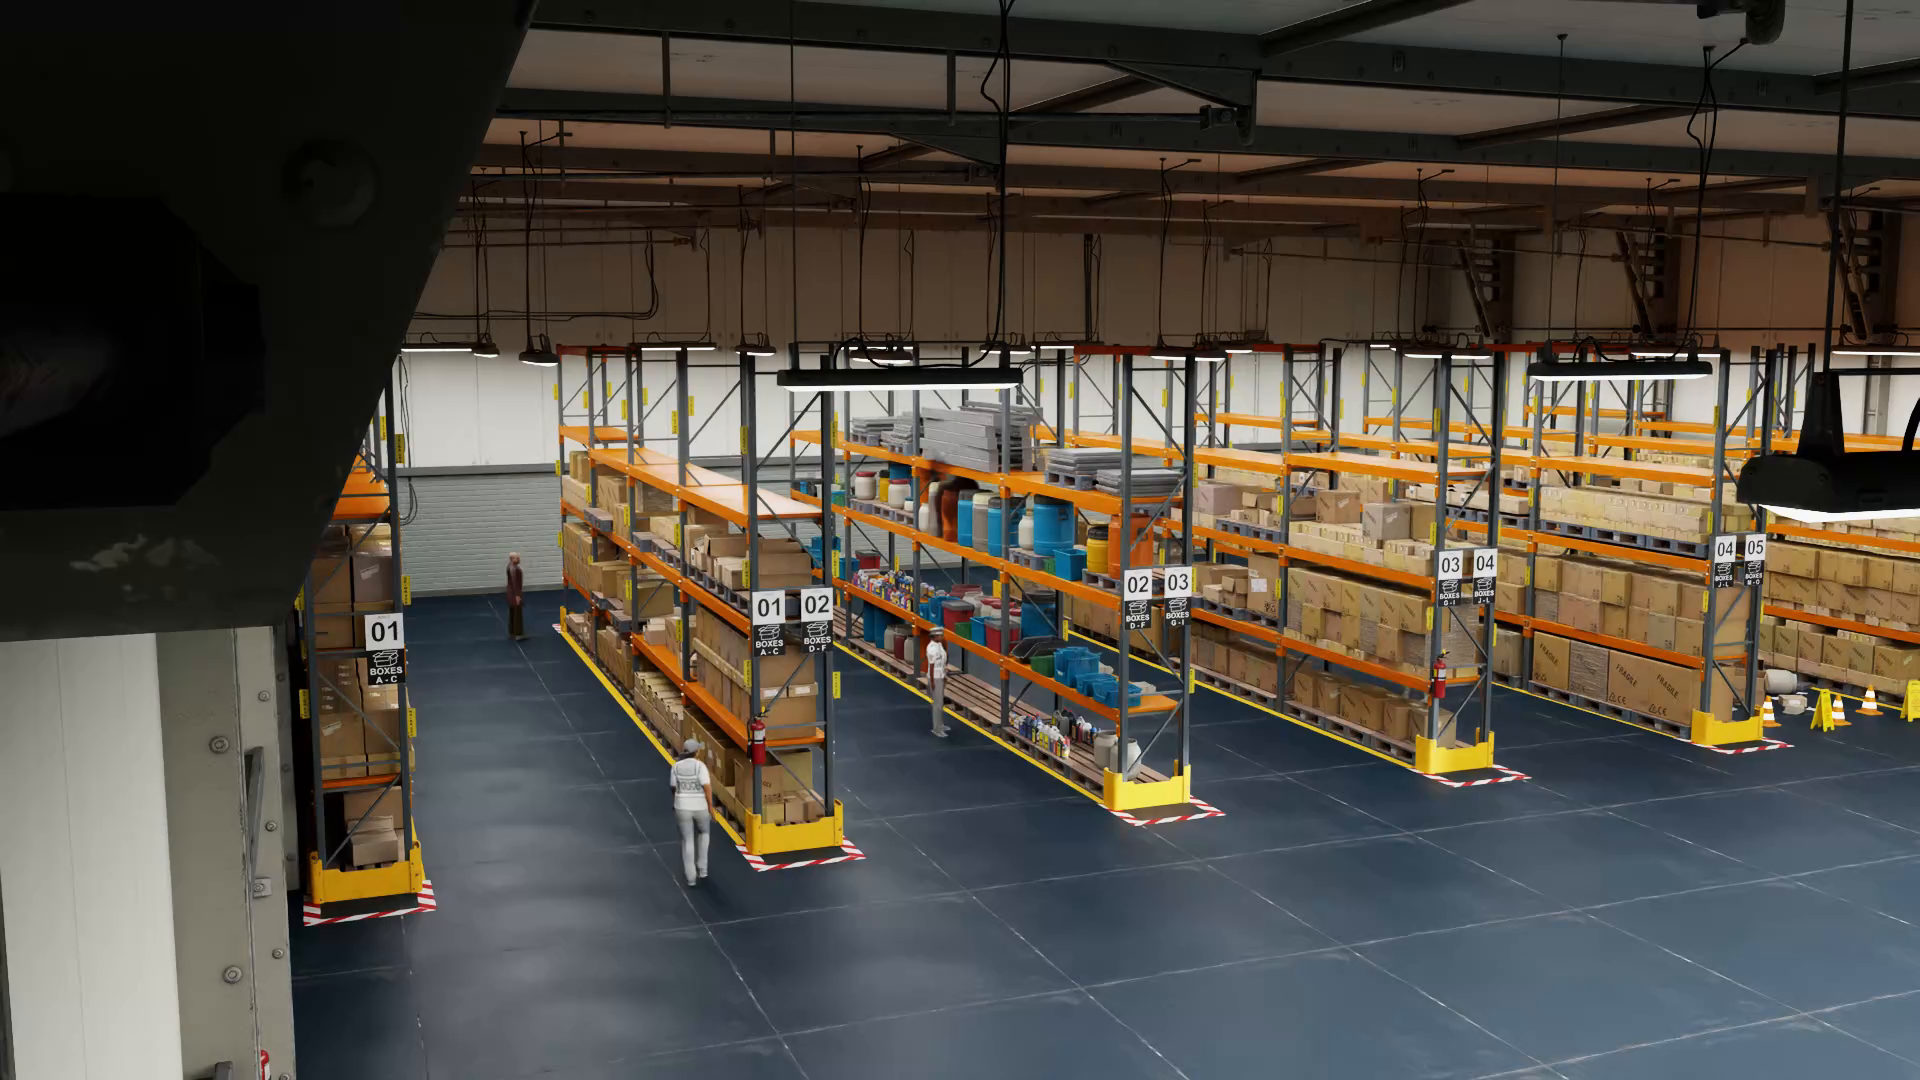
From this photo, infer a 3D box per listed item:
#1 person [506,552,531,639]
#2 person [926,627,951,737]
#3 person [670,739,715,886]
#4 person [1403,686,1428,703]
[{"bbox_3d":[-9.033,1.122,33.982,0.447,1.782,0.659,-3,8,-22],"label":"person"},{"bbox_3d":[-0.331,2.220,26.062,0.397,1.732,0.521,1,7,8],"label":"person"},{"bbox_3d":[-3.075,3.144,19.152,0.508,1.730,0.688,-1,7,-7],"label":"person"},{"bbox_3d":[7.796,1.911,28.275,0.470,1.674,0.553,-7,10,-43],"label":"person"}]
